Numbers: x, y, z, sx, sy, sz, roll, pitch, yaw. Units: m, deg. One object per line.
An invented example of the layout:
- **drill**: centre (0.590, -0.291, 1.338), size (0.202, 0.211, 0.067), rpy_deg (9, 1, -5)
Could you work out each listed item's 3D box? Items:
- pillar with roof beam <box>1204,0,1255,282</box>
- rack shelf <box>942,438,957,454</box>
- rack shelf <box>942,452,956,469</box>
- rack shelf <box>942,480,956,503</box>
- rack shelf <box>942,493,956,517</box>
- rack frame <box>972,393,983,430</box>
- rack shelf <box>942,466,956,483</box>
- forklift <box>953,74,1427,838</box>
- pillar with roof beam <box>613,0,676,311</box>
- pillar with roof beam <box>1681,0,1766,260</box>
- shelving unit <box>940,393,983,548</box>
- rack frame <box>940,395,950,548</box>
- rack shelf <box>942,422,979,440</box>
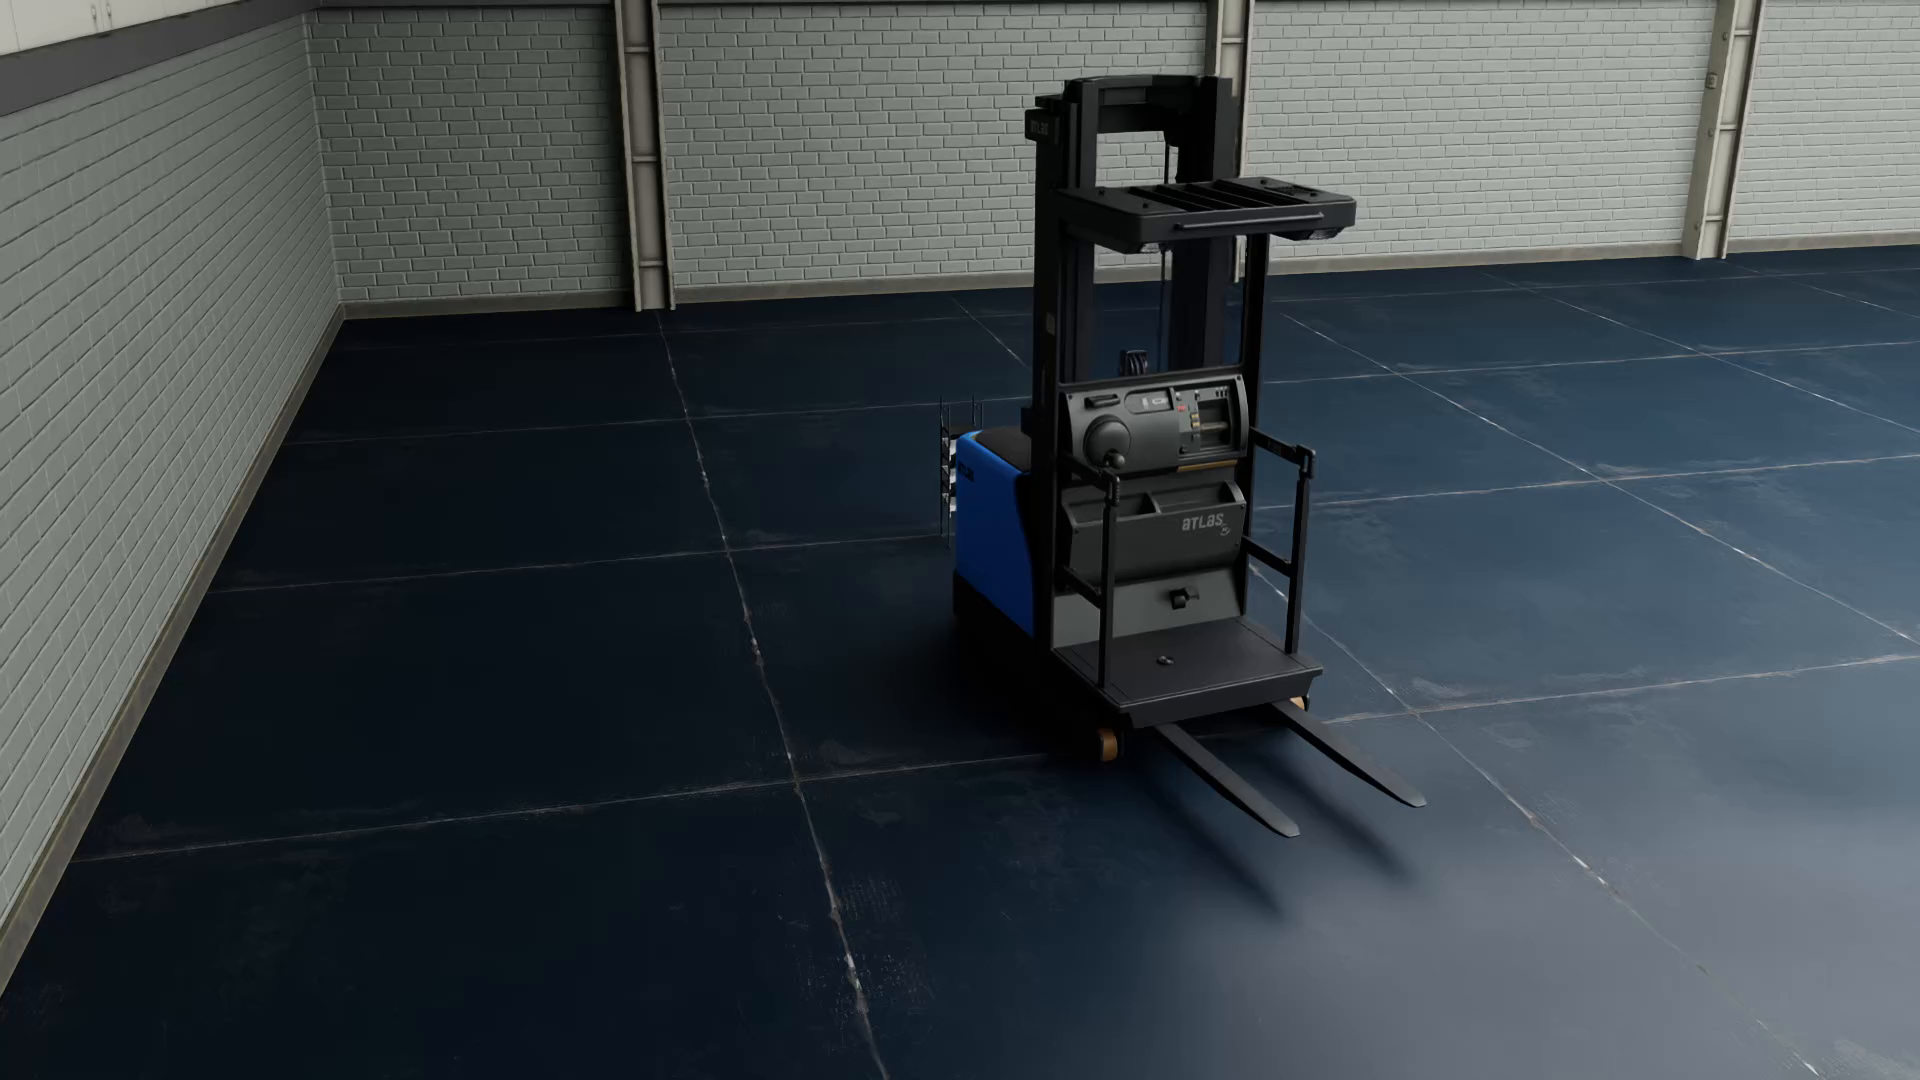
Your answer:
- **pillar with roof beam**: centre (3.763, -5.596, 12.510), size (0.400, 9.000, 9.100), rpy_deg (-5, 21, -12)
- **rack shelf**: centre (0.008, -0.561, 10.111), size (0.200, 0.077, 0.258), rpy_deg (-5, 21, -12)
- **rack shelf**: centre (0.008, -0.476, 10.142), size (0.200, 0.077, 0.258), rpy_deg (-5, 21, -12)
- **rack shelf**: centre (0.008, -0.307, 10.204), size (0.200, 0.077, 0.258), rpy_deg (-5, 21, -12)
- **rack shelf**: centre (0.008, -0.223, 10.235), size (0.200, 0.077, 0.258), rpy_deg (-5, 21, -12)
- **rack frame**: centre (0.107, -0.431, 10.184), size (0.006, 0.900, 0.240), rpy_deg (-5, 21, -12)
- **rack shelf**: centre (0.008, -0.392, 10.173), size (0.200, 0.077, 0.258), rpy_deg (-5, 21, -12)
- **forklift**: centre (1.000, -0.530, 7.501), size (1.130, 2.935, 3.031), rpy_deg (-8, 22, -21)
- **pillar with roof beam**: centre (-2.076, -5.122, 11.213), size (0.400, 9.000, 9.100), rpy_deg (-5, 21, -12)
- **pillar with roof beam**: centre (9.602, -6.071, 13.806), size (0.400, 9.000, 9.100), rpy_deg (-5, 21, -12)
- **shelving unit**: centre (0.008, -0.423, 10.162), size (0.210, 0.900, 0.258), rpy_deg (-5, 21, -12)
- **rack frame**: centre (-0.091, -0.415, 10.140), size (0.006, 0.900, 0.240), rpy_deg (-5, 21, -12)
- **rack shelf**: centre (0.008, -0.645, 10.080), size (0.200, 0.077, 0.258), rpy_deg (-5, 21, -12)
